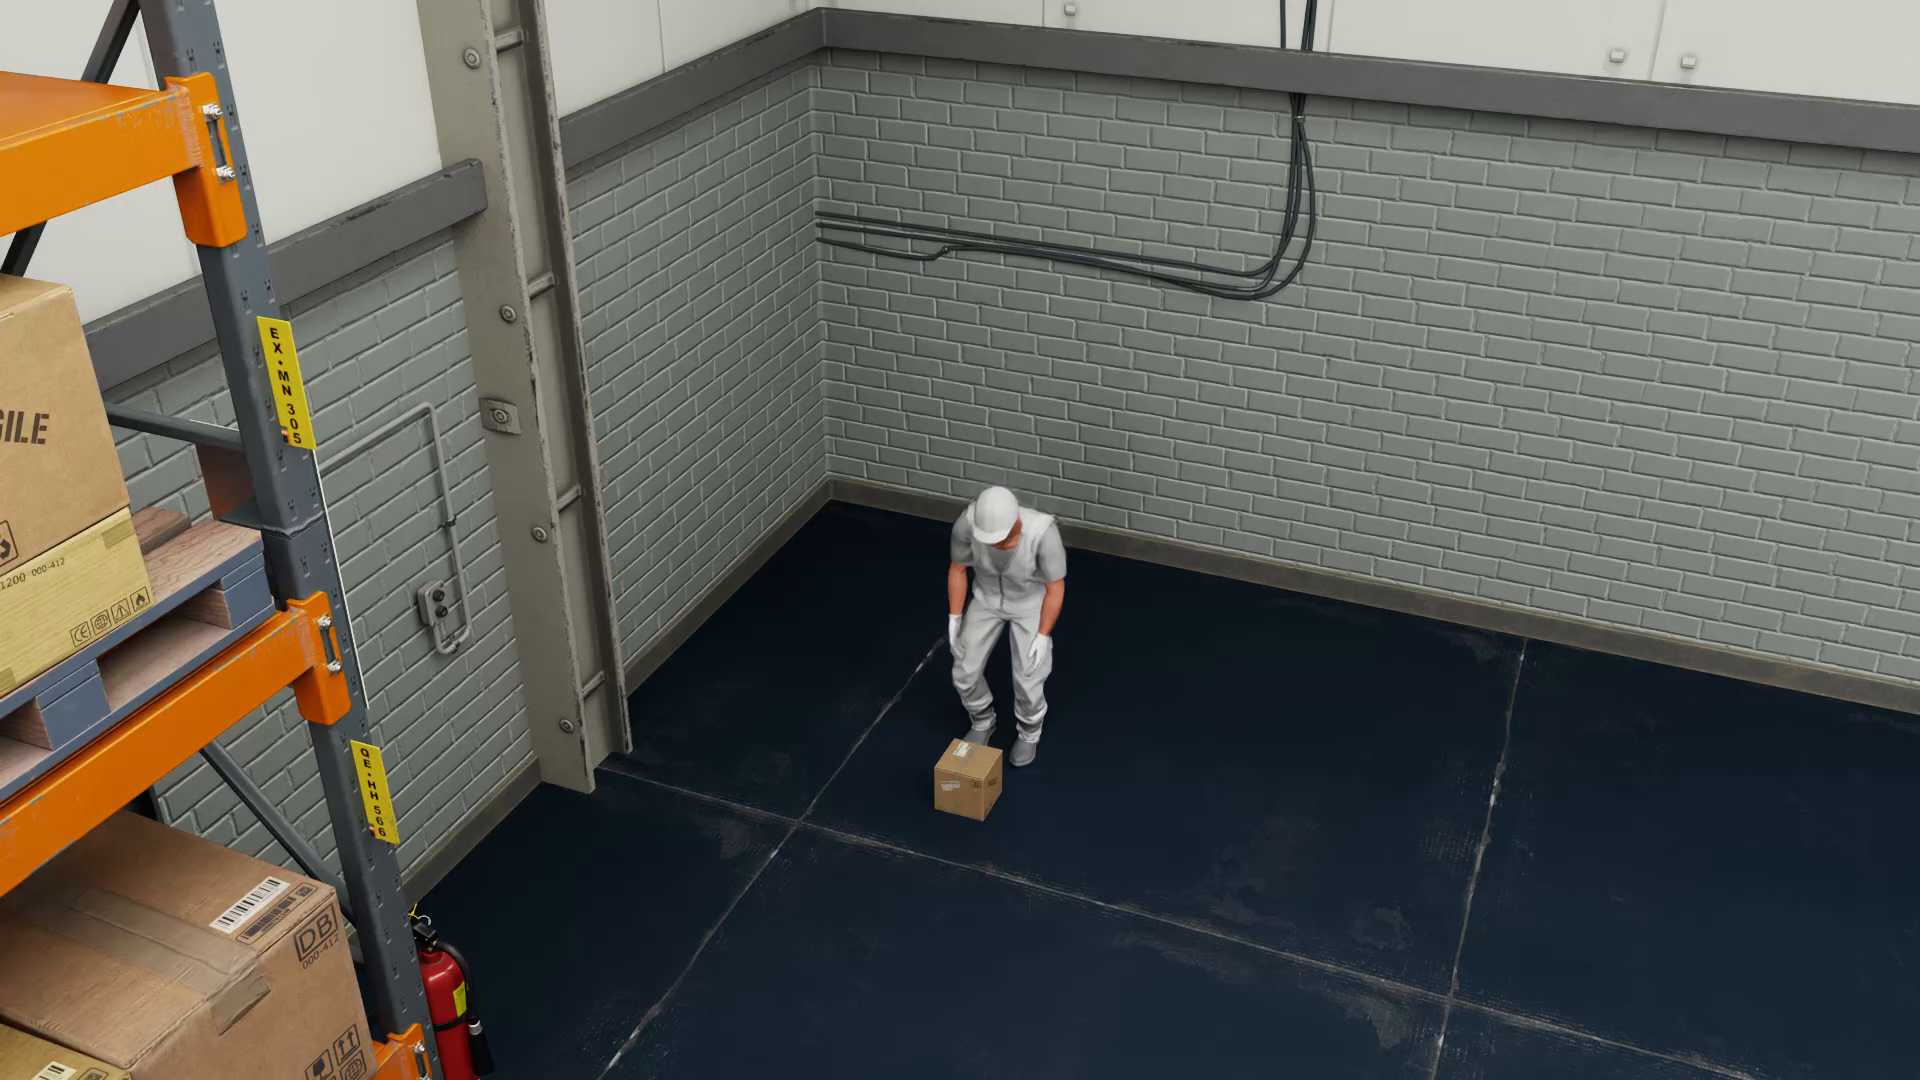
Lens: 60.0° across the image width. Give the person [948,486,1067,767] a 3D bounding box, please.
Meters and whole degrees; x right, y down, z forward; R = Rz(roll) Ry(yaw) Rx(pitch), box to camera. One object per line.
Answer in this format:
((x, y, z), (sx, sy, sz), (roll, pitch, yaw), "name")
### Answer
((0.229, 0.376, 7.923), (0.575, 1.580, 0.646), (12, 31, 20), "person")
